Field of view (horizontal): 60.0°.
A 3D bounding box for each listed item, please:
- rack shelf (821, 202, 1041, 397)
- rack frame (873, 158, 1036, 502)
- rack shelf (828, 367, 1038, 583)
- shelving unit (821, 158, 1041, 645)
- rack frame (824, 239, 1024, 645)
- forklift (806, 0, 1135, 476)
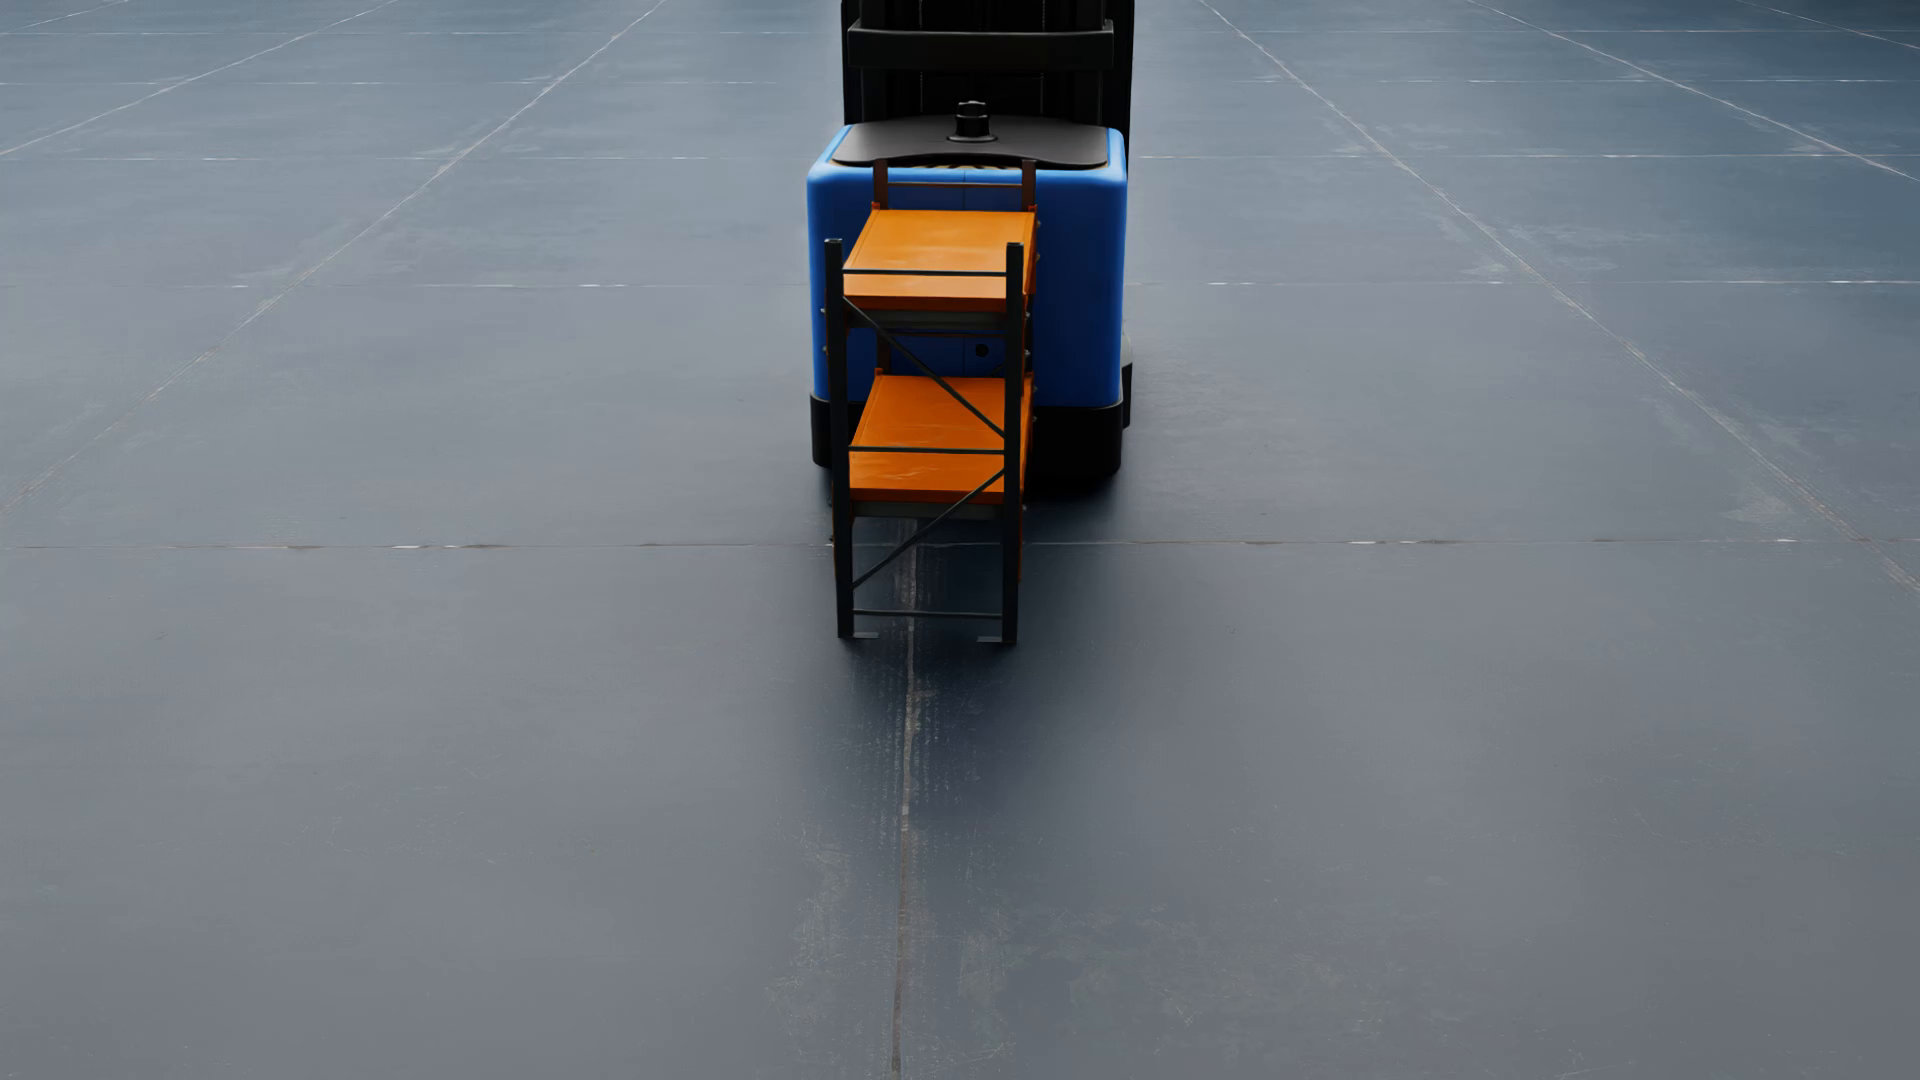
[{"bbox_3d":[-0.054,-0.711,4.747,0.538,0.278,1.000,2,24,4],"label":"rack shelf"},{"bbox_3d":[-0.017,-0.653,5.329,0.500,1.125,0.032,2,24,4],"label":"rack frame"},{"bbox_3d":[-0.054,-0.221,4.968,0.538,0.278,1.000,2,24,4],"label":"rack shelf"},{"bbox_3d":[-0.054,-0.444,4.867,0.538,1.125,1.048,2,24,4],"label":"shelving unit"},{"bbox_3d":[-0.090,-0.235,4.405,0.500,1.125,0.032,2,24,4],"label":"rack frame"},{"bbox_3d":[0.121,-2.116,6.371,1.130,2.935,3.031,2,24,4],"label":"forklift"}]
